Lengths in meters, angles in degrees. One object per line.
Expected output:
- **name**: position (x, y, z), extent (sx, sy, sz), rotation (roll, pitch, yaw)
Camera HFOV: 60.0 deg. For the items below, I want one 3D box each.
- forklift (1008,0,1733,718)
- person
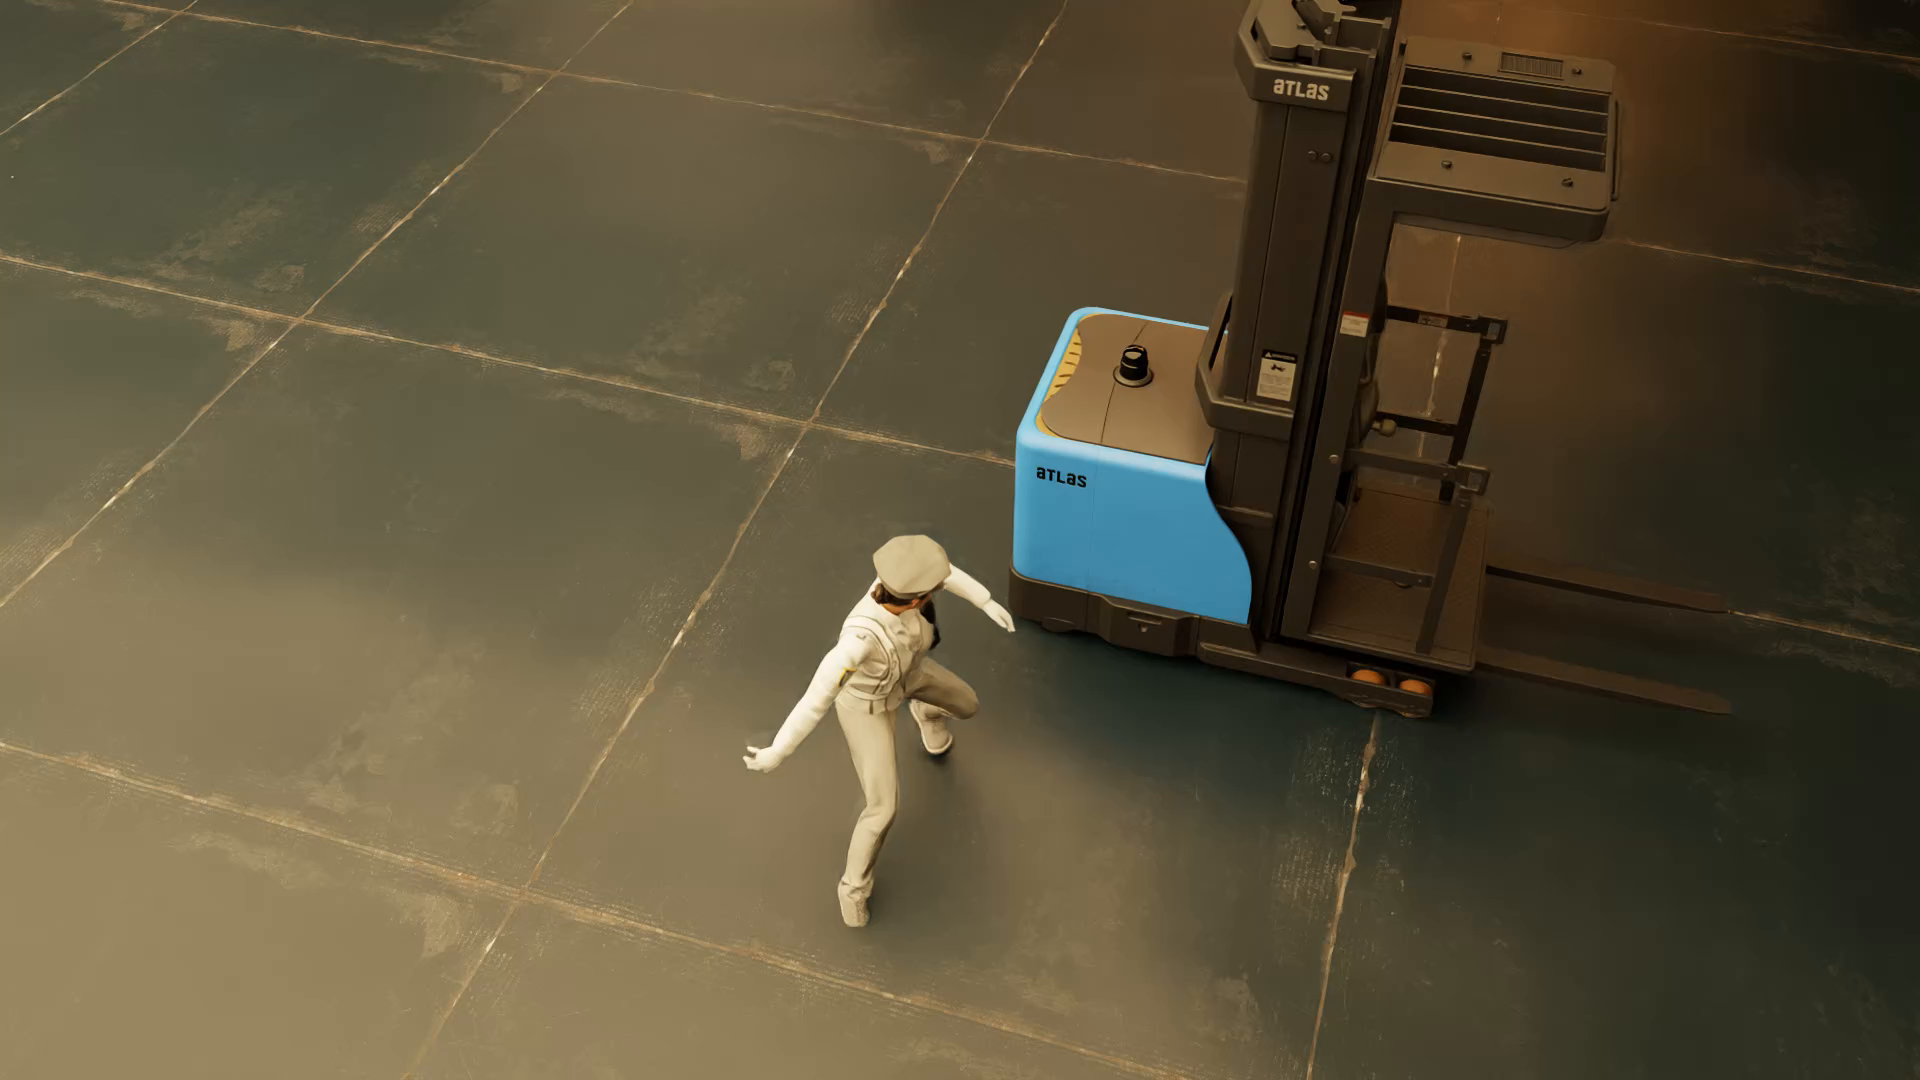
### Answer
- **forklift**: position (1.792, -0.729, 6.472), extent (3.031, 2.935, 1.130), rotation (12, 44, 13)
- **person**: position (-0.275, 0.621, 6.135), extent (0.520, 1.606, 1.060), rotation (27, 49, 26)
